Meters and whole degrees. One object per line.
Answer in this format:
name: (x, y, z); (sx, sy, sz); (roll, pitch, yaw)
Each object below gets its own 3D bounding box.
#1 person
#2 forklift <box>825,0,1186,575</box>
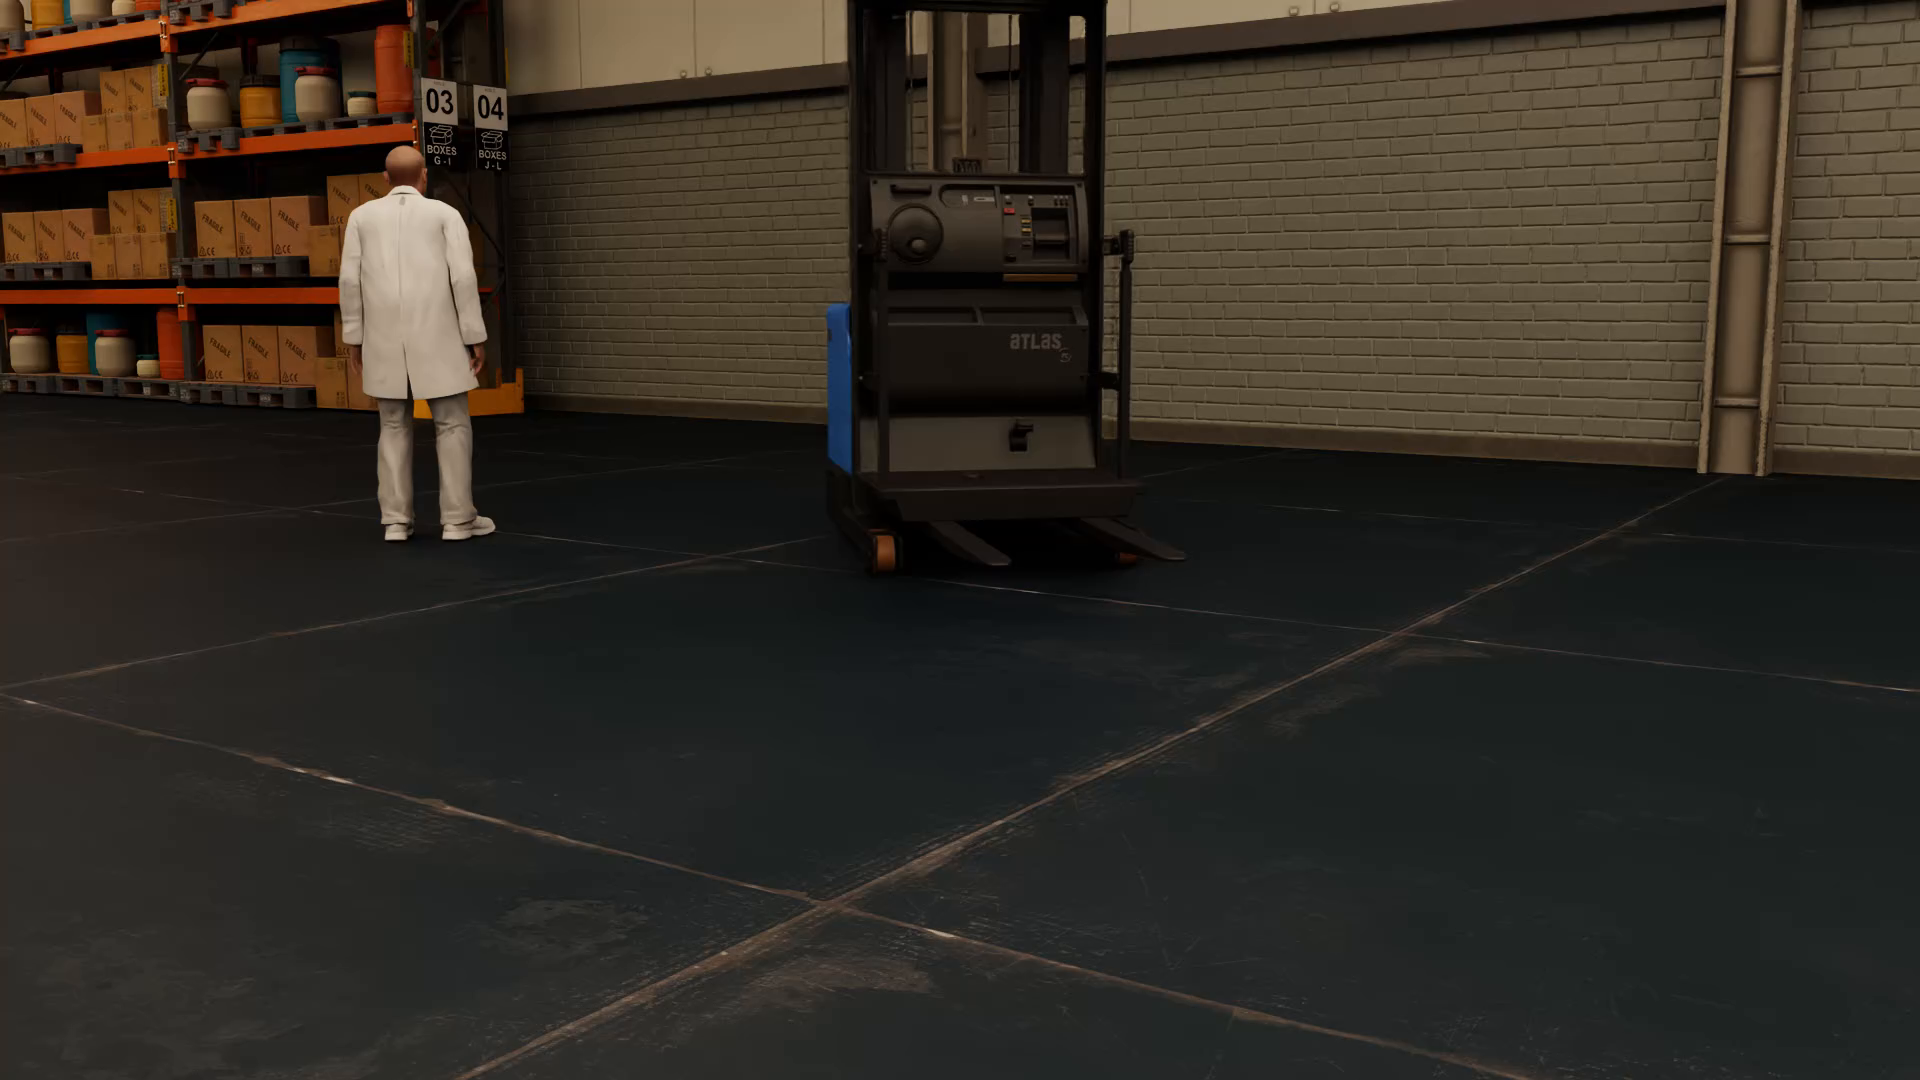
person: (-2.468, -0.887, 7.543); (0.647, 1.772, 0.430); (0, 8, -1)
forklift: (0.128, -1.367, 6.805); (1.130, 2.935, 3.031); (-2, 8, -11)
